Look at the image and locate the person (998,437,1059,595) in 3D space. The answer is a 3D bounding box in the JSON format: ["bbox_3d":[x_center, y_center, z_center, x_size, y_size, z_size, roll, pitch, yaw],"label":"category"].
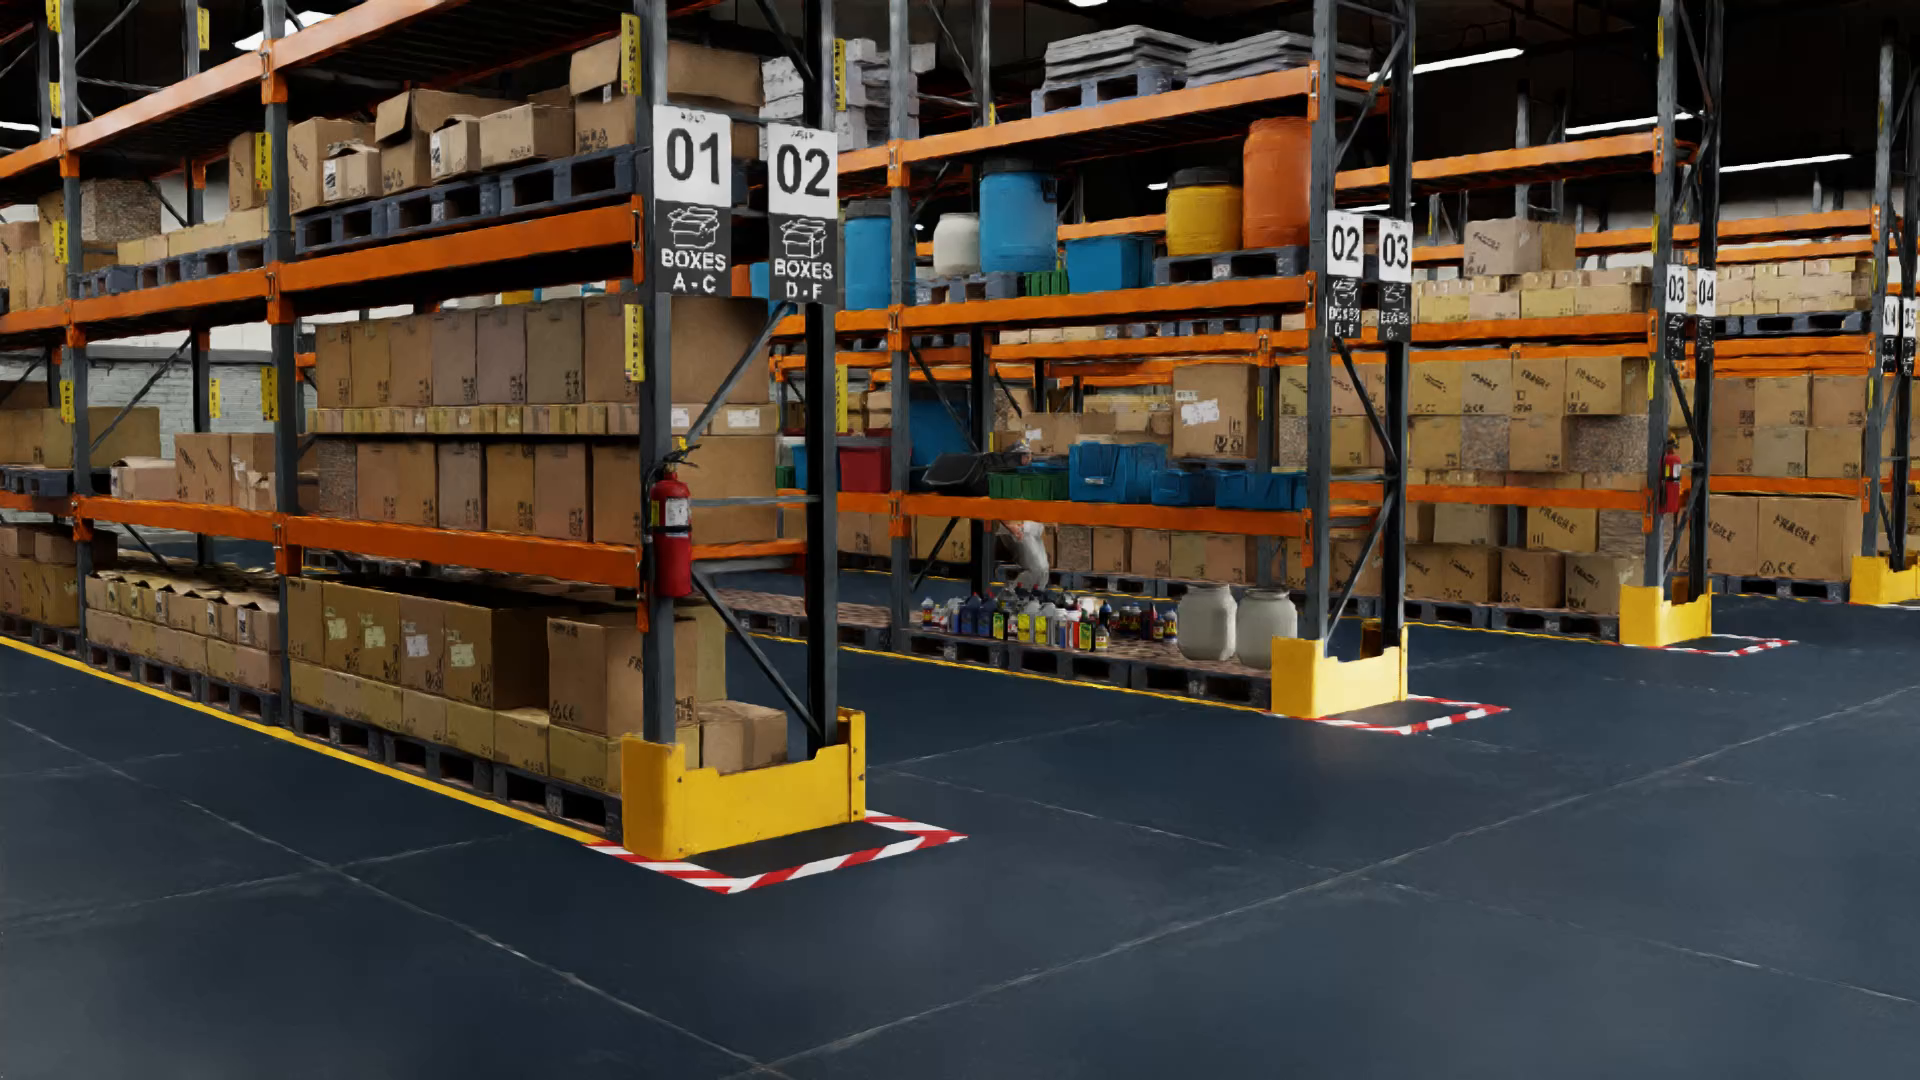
[{"bbox_3d":[0.628,-0.068,15.319,0.514,1.753,0.706,2,4,29],"label":"person"}]
